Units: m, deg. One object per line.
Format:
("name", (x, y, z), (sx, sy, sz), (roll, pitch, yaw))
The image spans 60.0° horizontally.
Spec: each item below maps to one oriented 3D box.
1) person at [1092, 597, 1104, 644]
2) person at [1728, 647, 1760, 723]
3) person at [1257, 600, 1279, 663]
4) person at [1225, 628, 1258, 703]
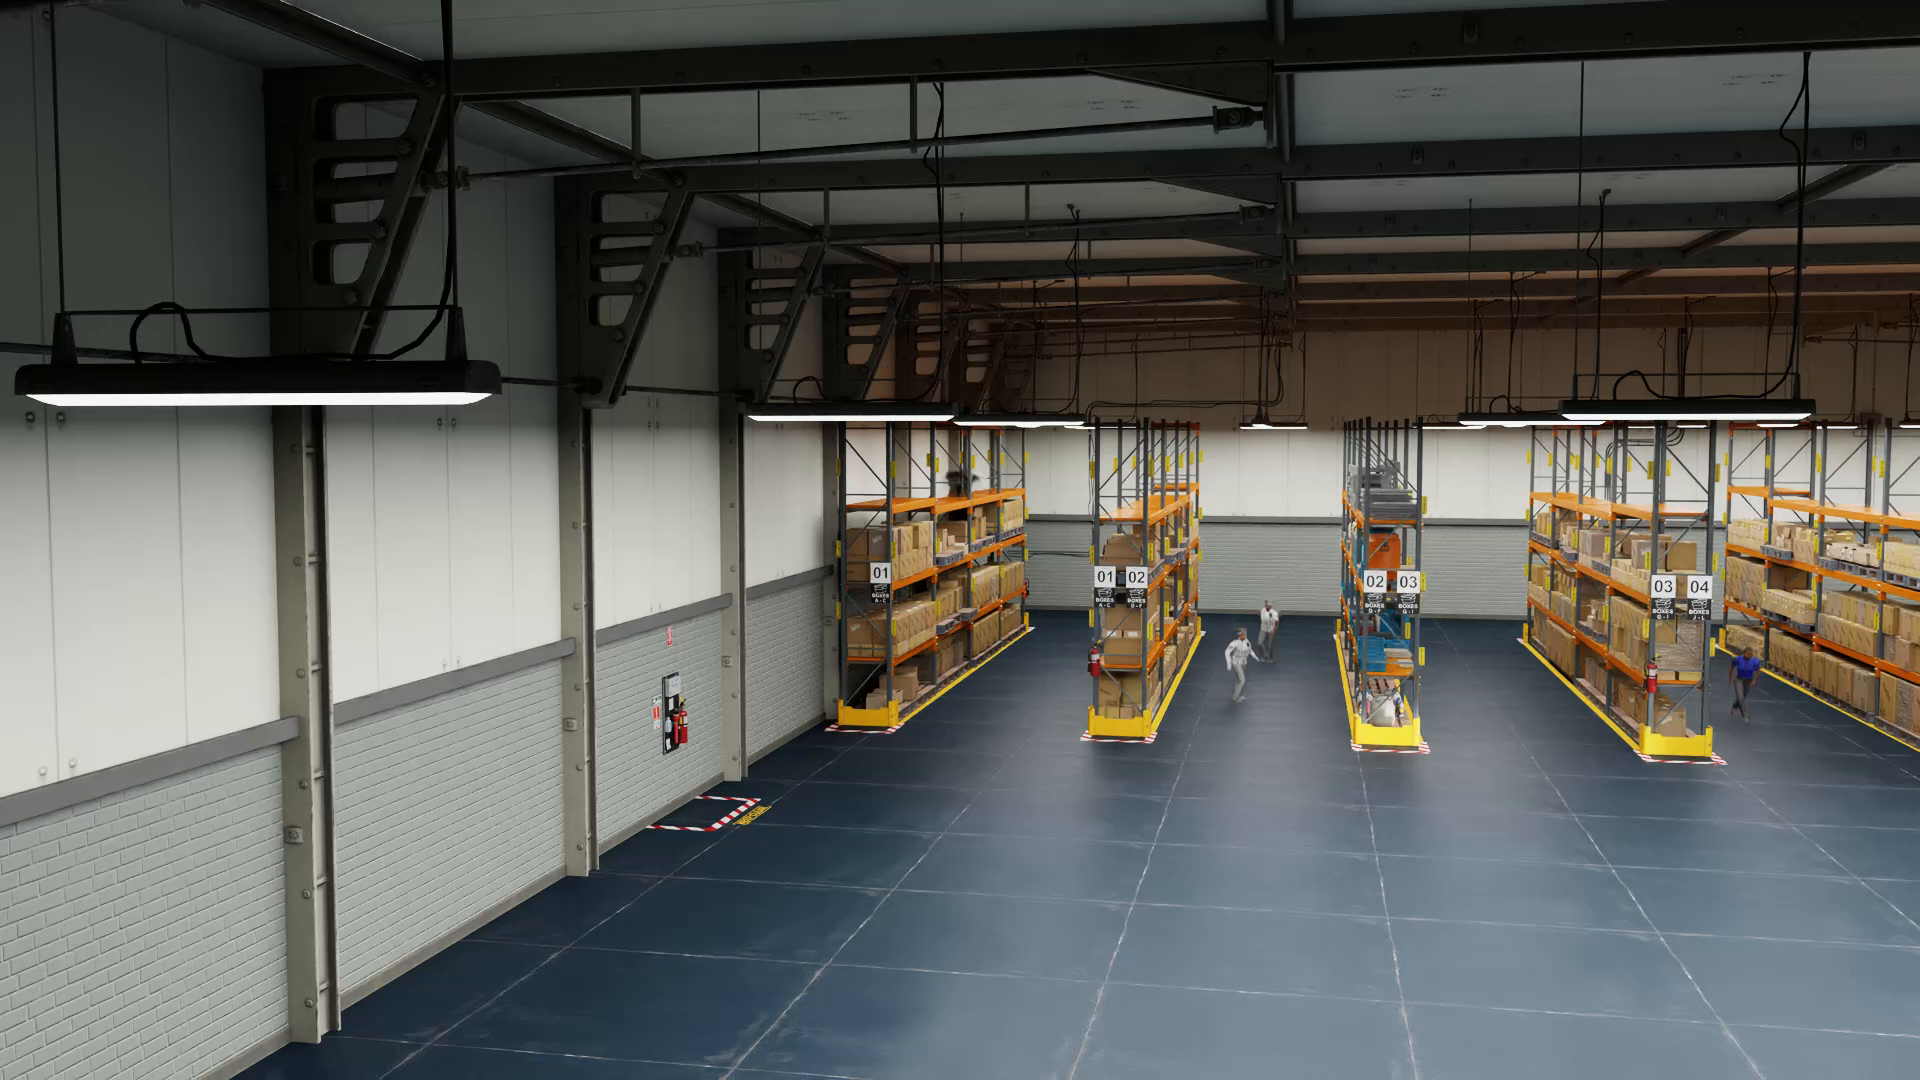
("person", (3.756, 2.011, 44.610), (0.556, 1.622, 0.730), (1, 4, 18))
("person", (15.545, 2.831, 33.035), (0.570, 1.498, 0.990), (1, 4, 15))
("person", (7.601, 2.253, 40.912), (0.565, 1.598, 0.723), (2, 4, 27))
("person", (5.973, 2.667, 35.294), (0.639, 1.639, 0.784), (-3, 5, -39))
